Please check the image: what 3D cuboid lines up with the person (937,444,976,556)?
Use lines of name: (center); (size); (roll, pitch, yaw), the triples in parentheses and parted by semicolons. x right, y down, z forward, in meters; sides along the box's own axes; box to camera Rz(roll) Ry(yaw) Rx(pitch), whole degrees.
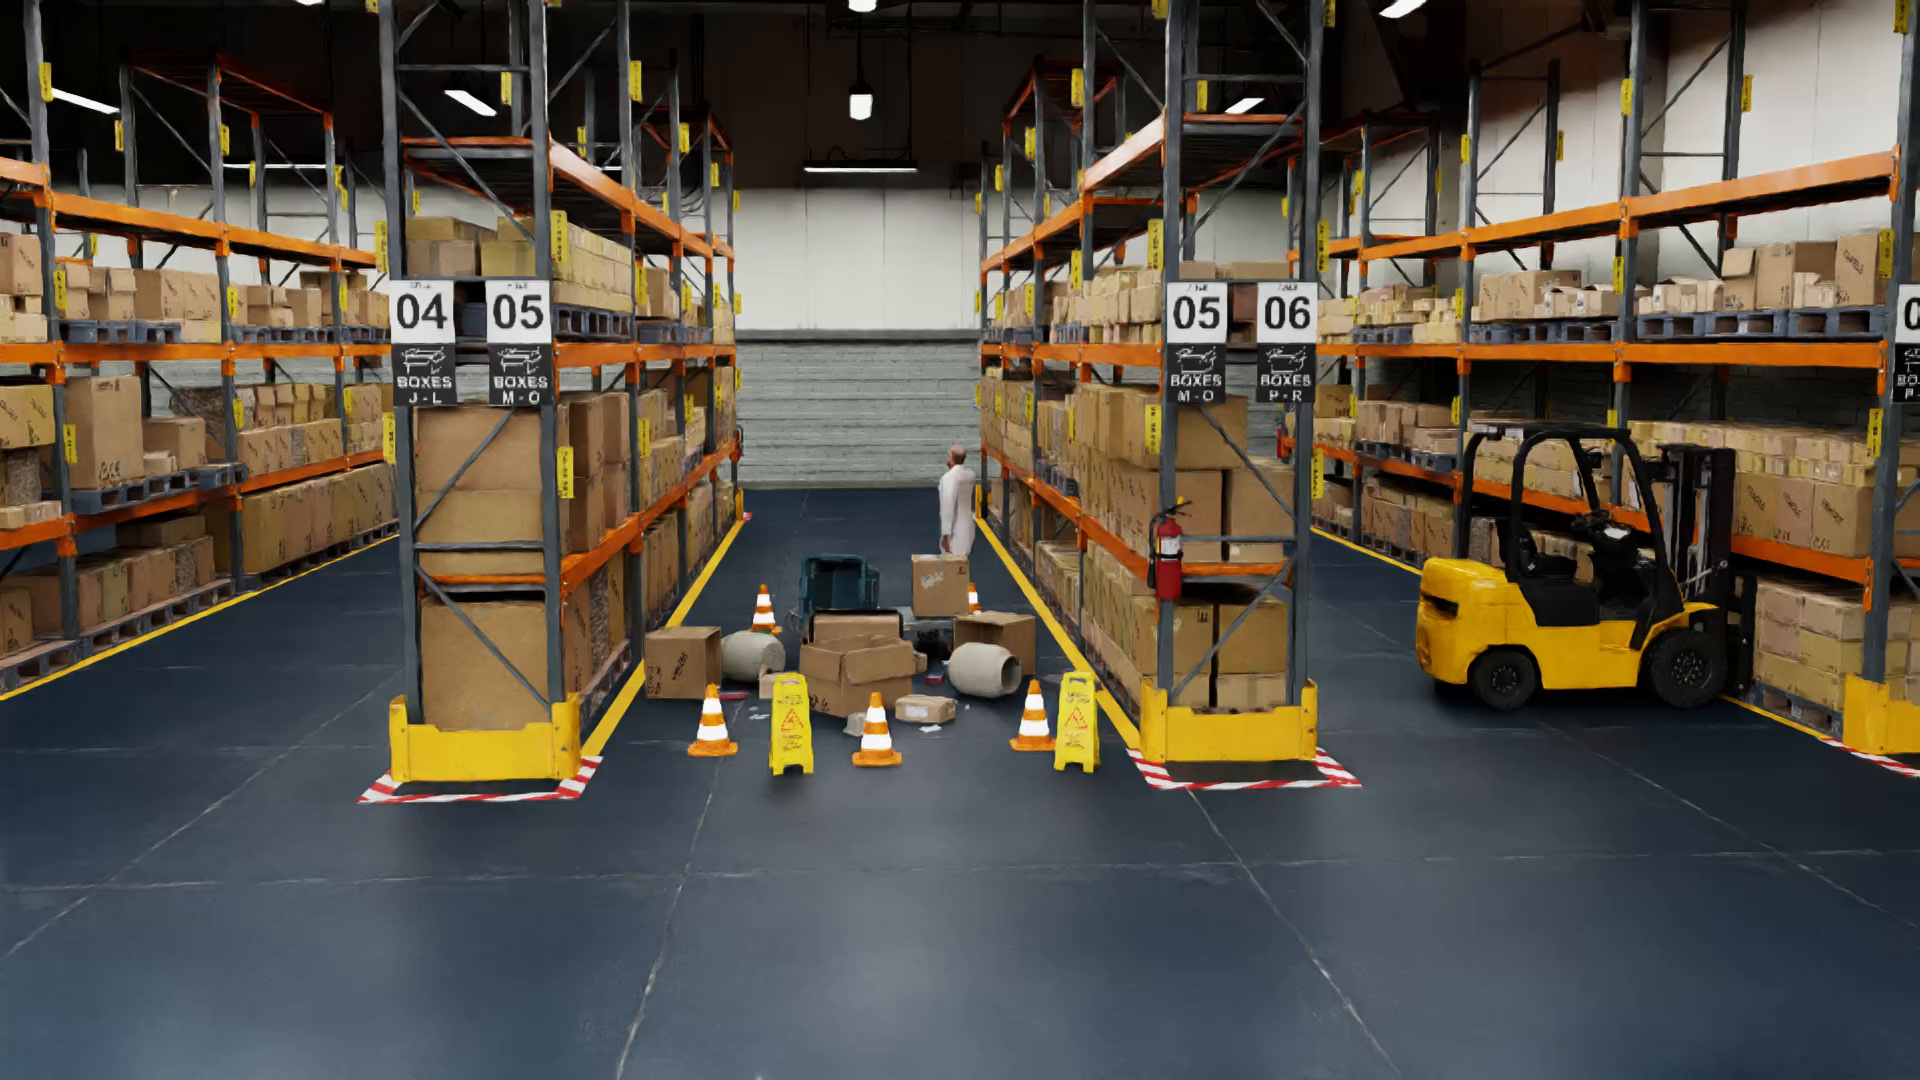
person: (-0.101, -0.081, 16.771); (0.557, 1.782, 0.622); (3, 7, 24)
